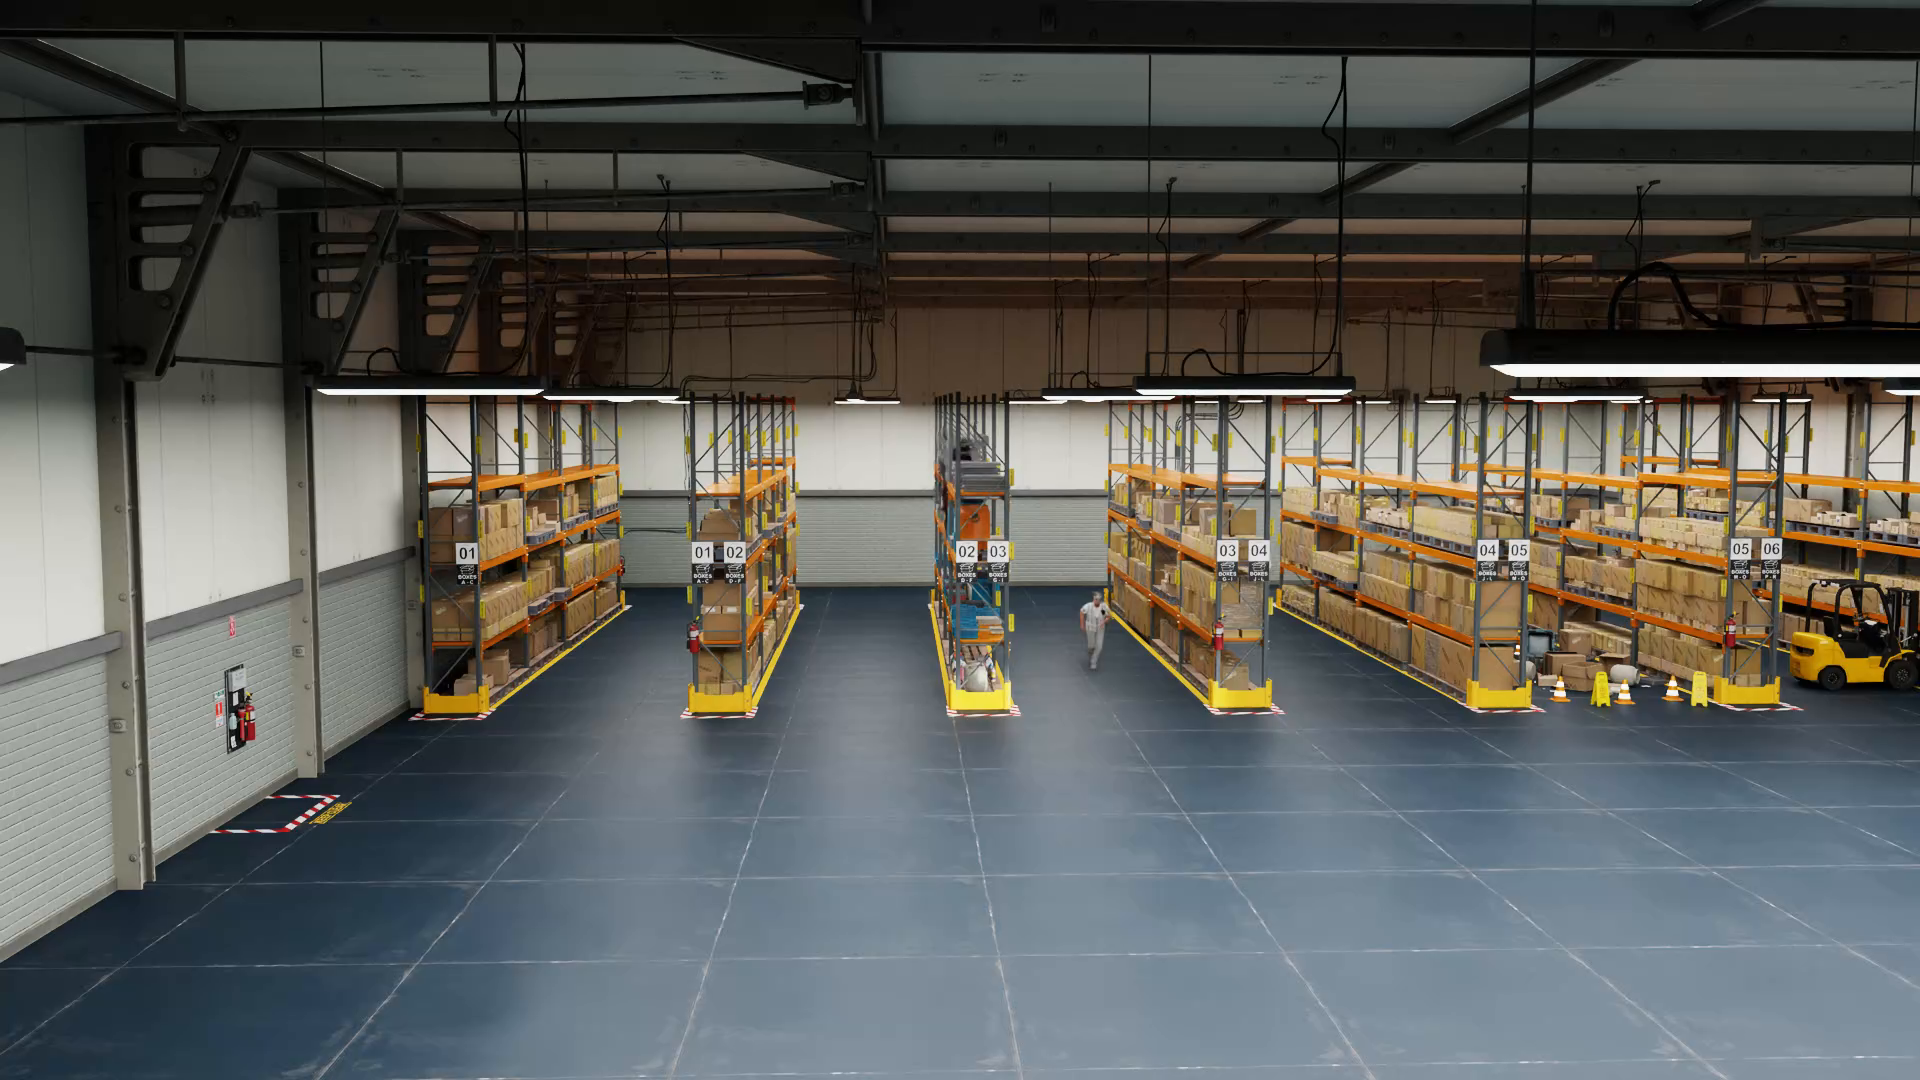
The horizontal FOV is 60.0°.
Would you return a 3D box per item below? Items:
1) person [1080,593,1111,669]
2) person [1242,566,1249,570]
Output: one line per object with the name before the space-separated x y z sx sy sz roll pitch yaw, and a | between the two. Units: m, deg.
person | 2.968 1.973 36.507 0.655 1.705 0.762 -1 5 -8
person | 8.151 1.083 47.806 0.645 1.649 0.509 2 5 27
